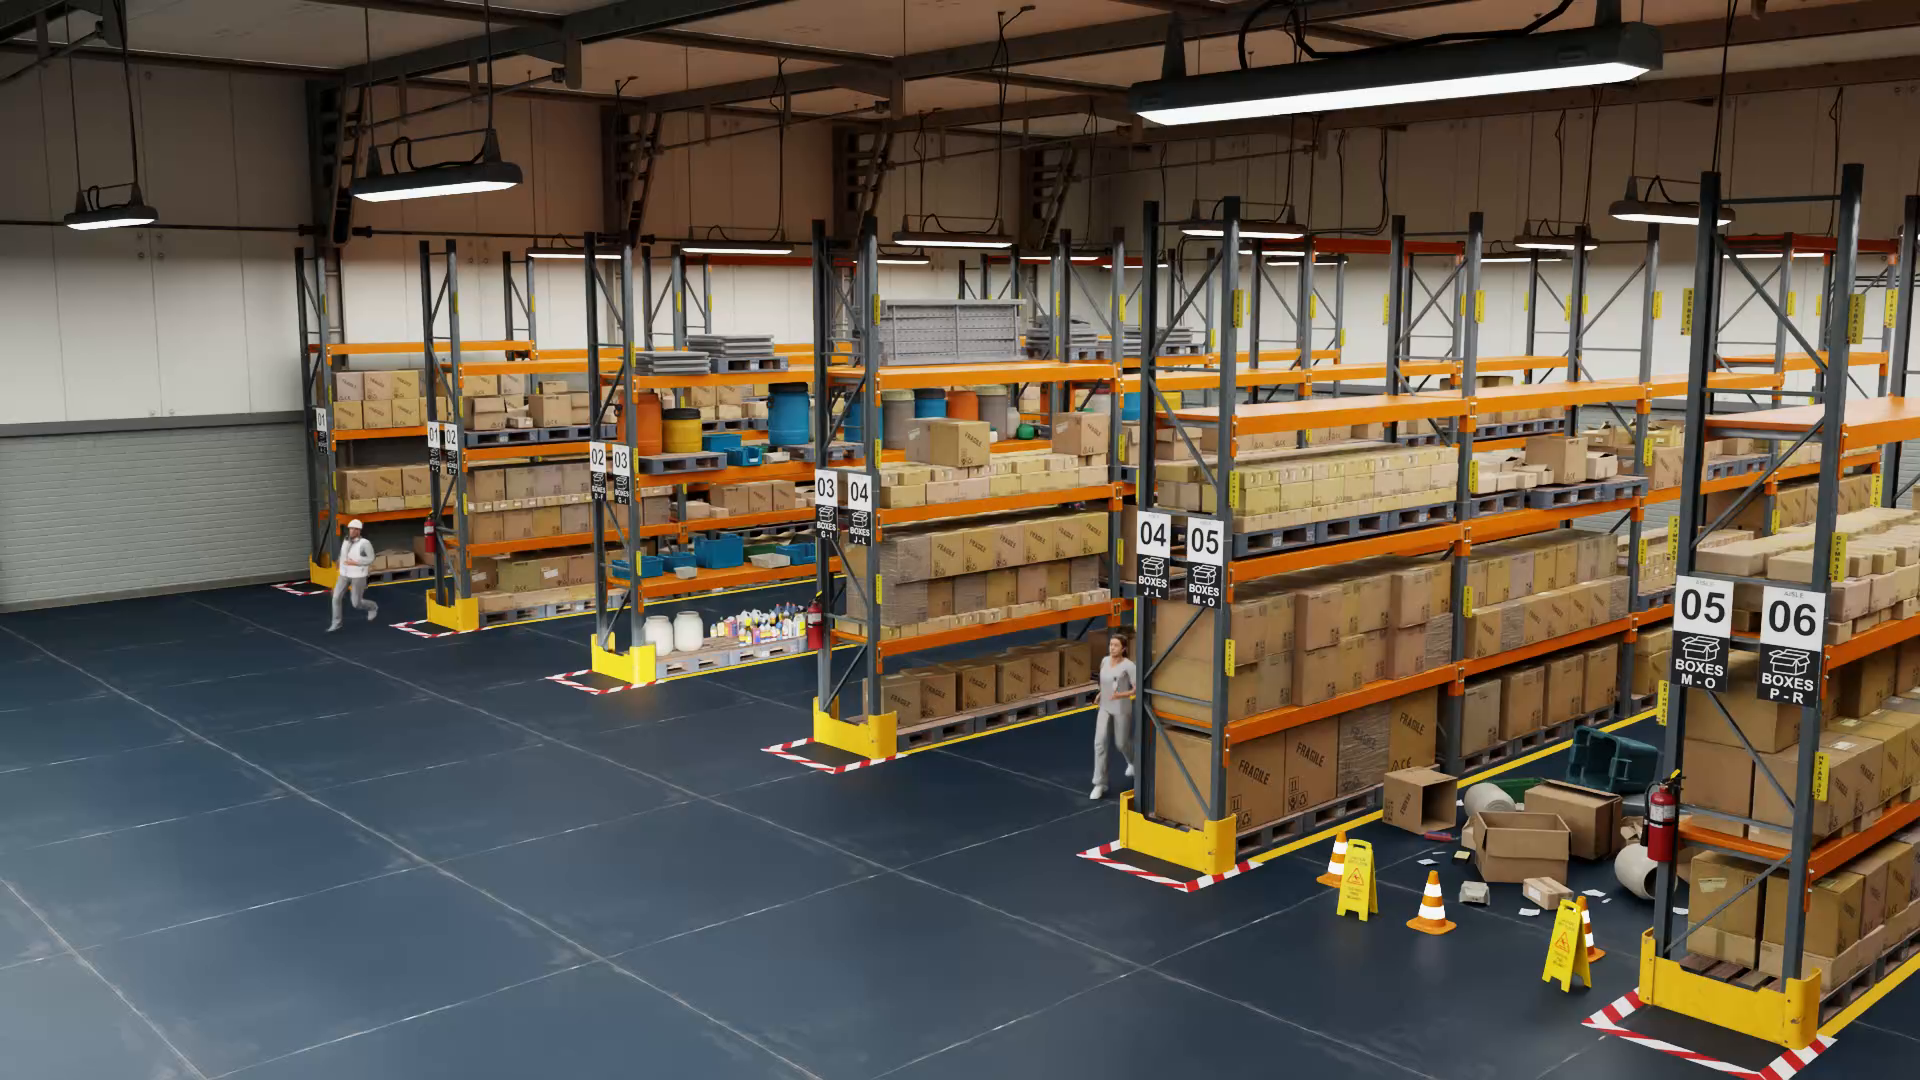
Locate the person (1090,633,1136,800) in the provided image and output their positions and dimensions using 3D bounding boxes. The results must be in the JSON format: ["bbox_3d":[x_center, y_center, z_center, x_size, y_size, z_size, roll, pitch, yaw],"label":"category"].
[{"bbox_3d":[1.640,1.799,17.384,0.567,1.679,0.956,5,10,32],"label":"person"}]

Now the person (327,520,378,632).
[{"bbox_3d":[-9.427,0.539,25.933,0.686,1.736,0.822,3,9,18],"label":"person"}]

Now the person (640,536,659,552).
[{"bbox_3d":[-5.880,-0.165,30.765,0.589,1.698,0.847,8,11,42],"label":"person"}]
